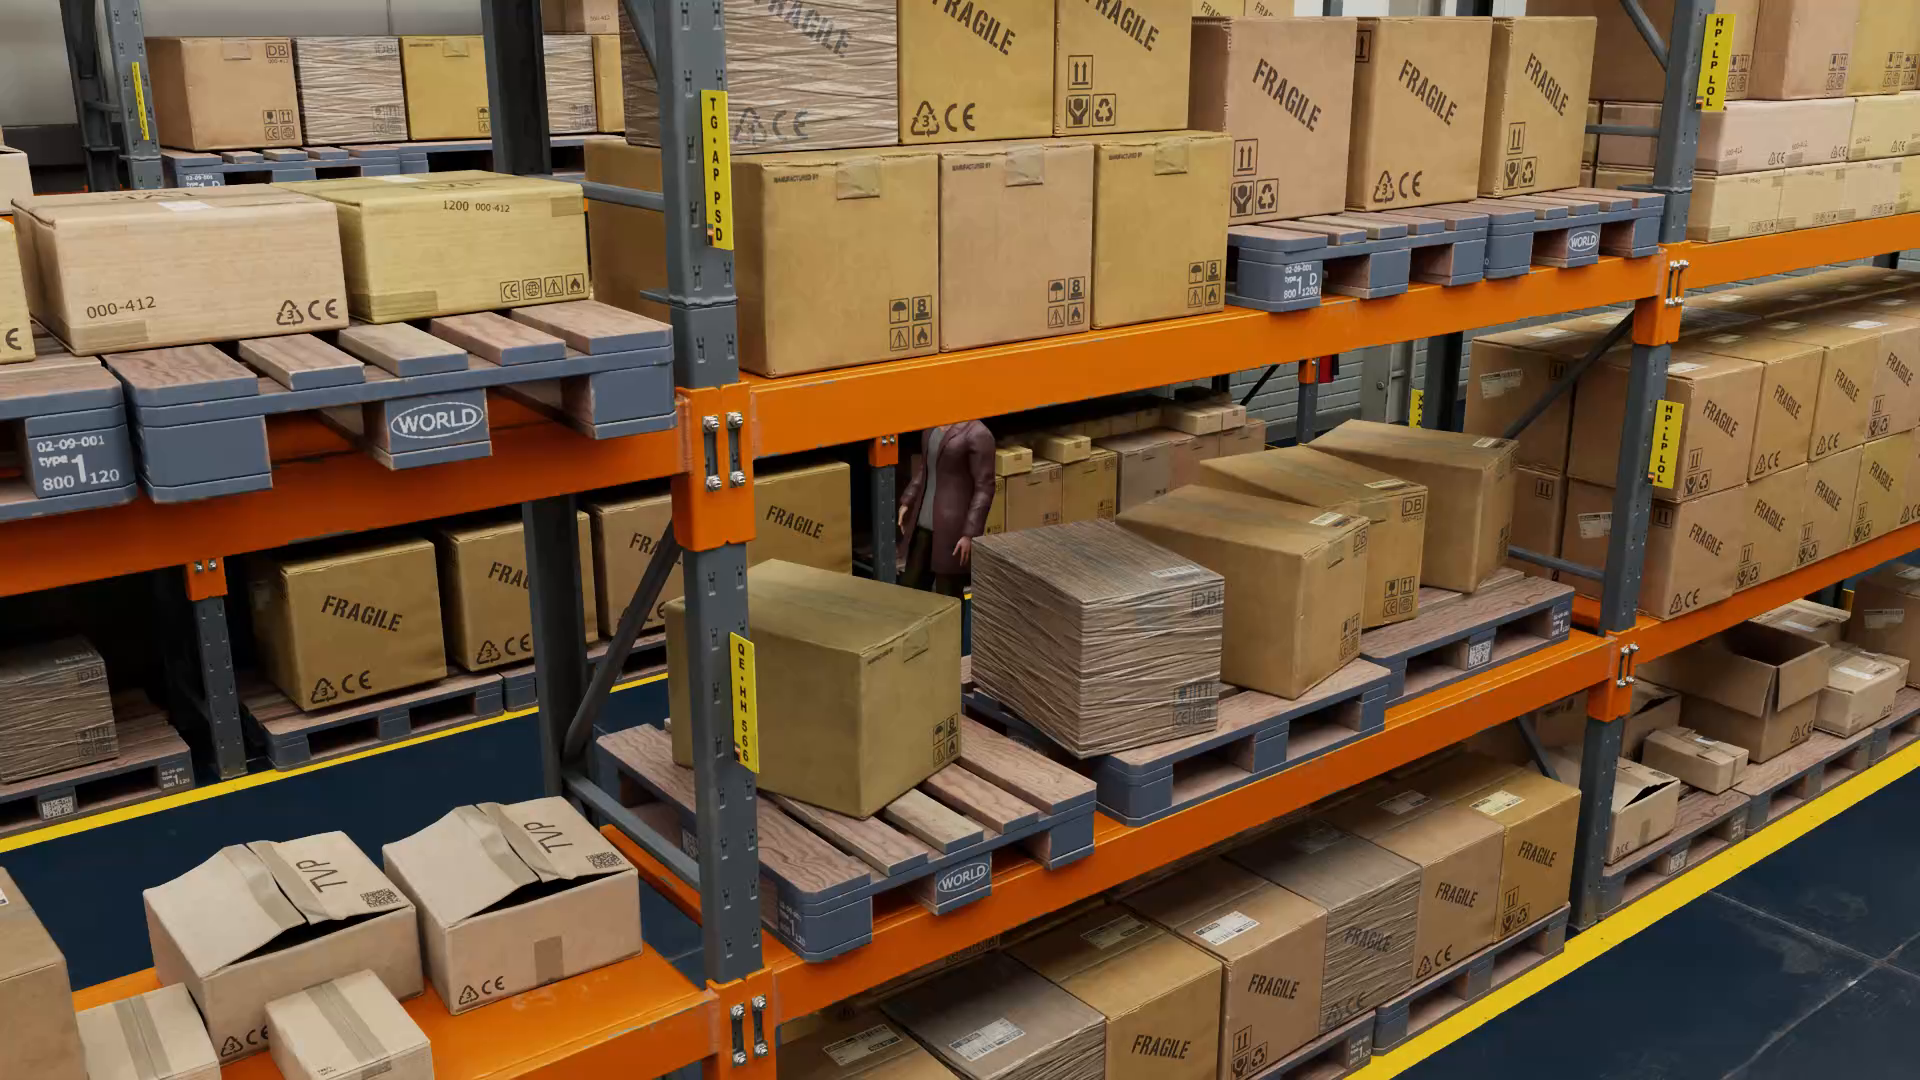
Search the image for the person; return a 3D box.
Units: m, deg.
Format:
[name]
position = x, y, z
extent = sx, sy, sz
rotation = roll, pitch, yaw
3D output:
[person]
position = -0.161, -0.065, 9.250
extent = 0.582, 1.776, 0.697
rotation = -13, 22, -36
